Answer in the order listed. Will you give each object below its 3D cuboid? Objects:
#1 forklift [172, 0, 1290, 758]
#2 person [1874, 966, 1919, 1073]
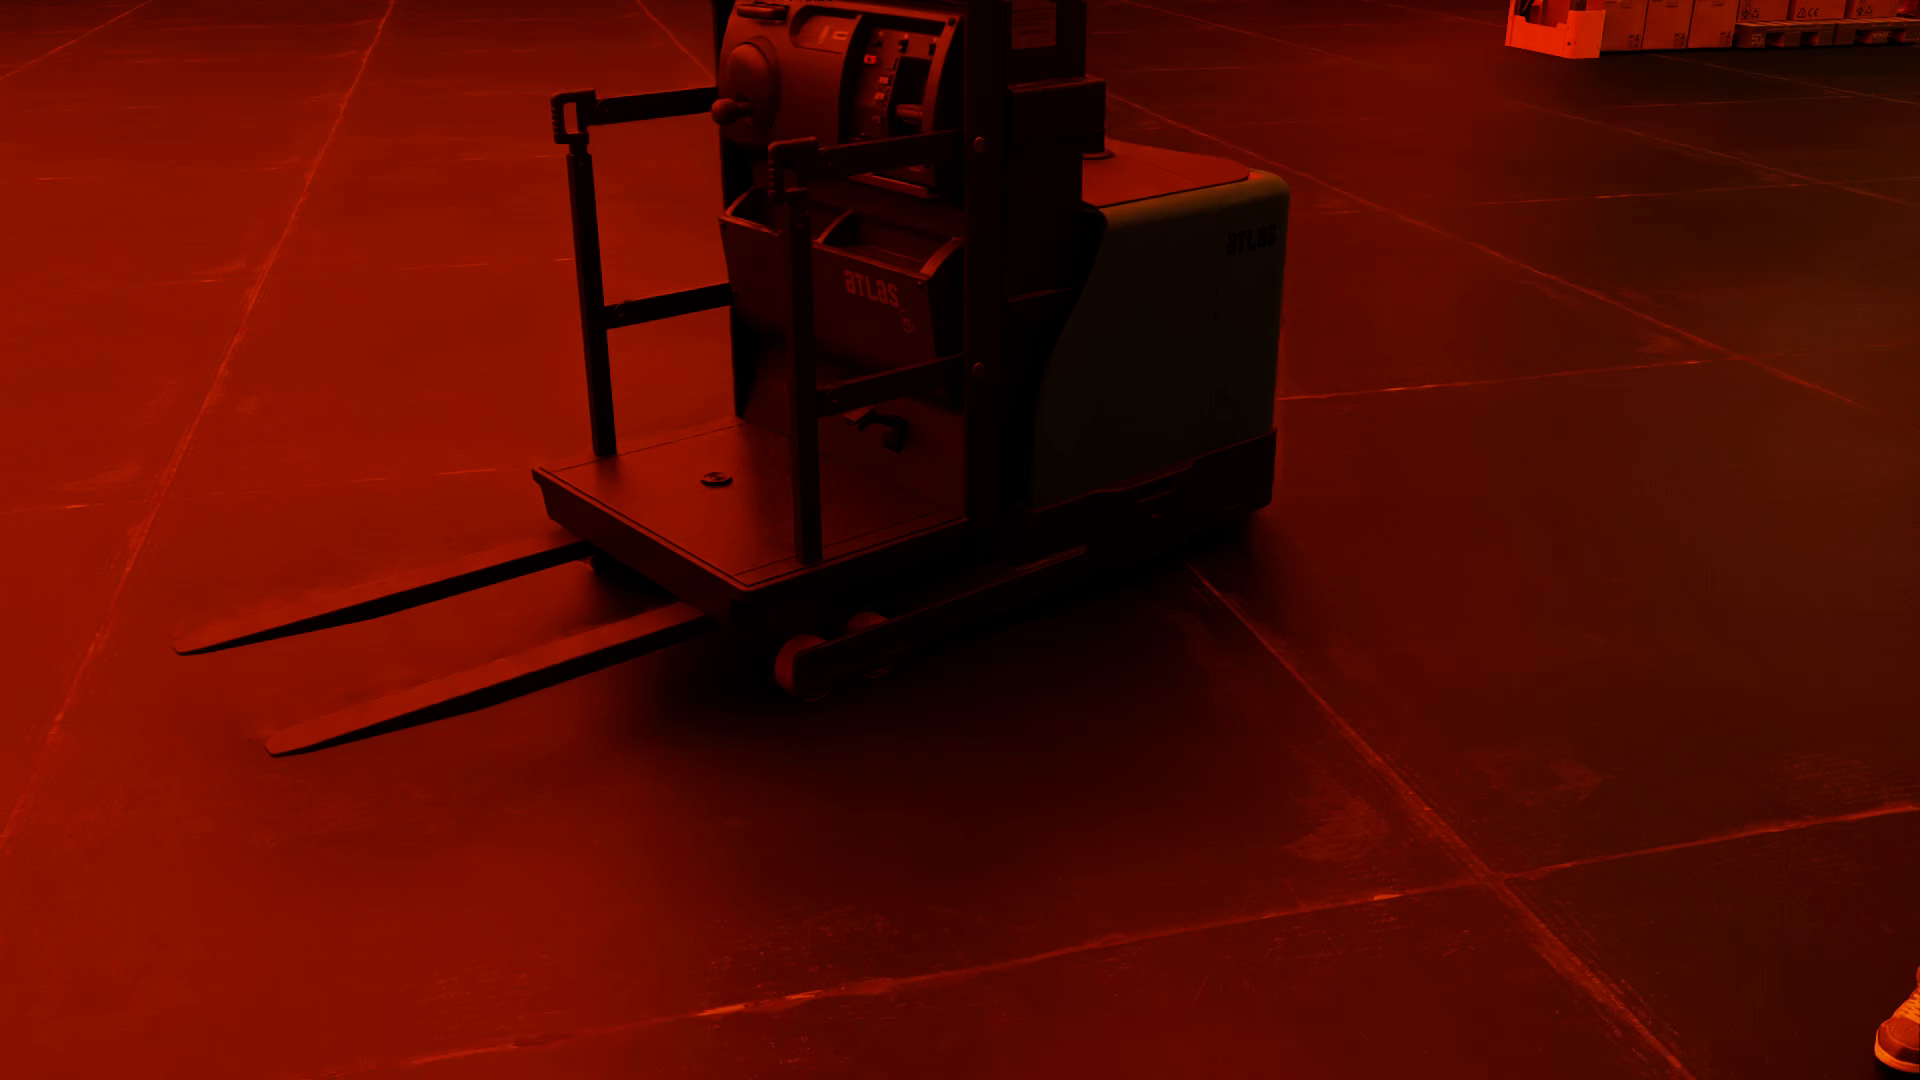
[{"bbox_3d":[-0.483,-1.181,4.085,3.031,2.935,1.130,-18,29,-37],"label":"forklift"},{"bbox_3d":[1.915,0.180,2.591,0.519,1.582,0.476,18,29,36],"label":"person"}]
